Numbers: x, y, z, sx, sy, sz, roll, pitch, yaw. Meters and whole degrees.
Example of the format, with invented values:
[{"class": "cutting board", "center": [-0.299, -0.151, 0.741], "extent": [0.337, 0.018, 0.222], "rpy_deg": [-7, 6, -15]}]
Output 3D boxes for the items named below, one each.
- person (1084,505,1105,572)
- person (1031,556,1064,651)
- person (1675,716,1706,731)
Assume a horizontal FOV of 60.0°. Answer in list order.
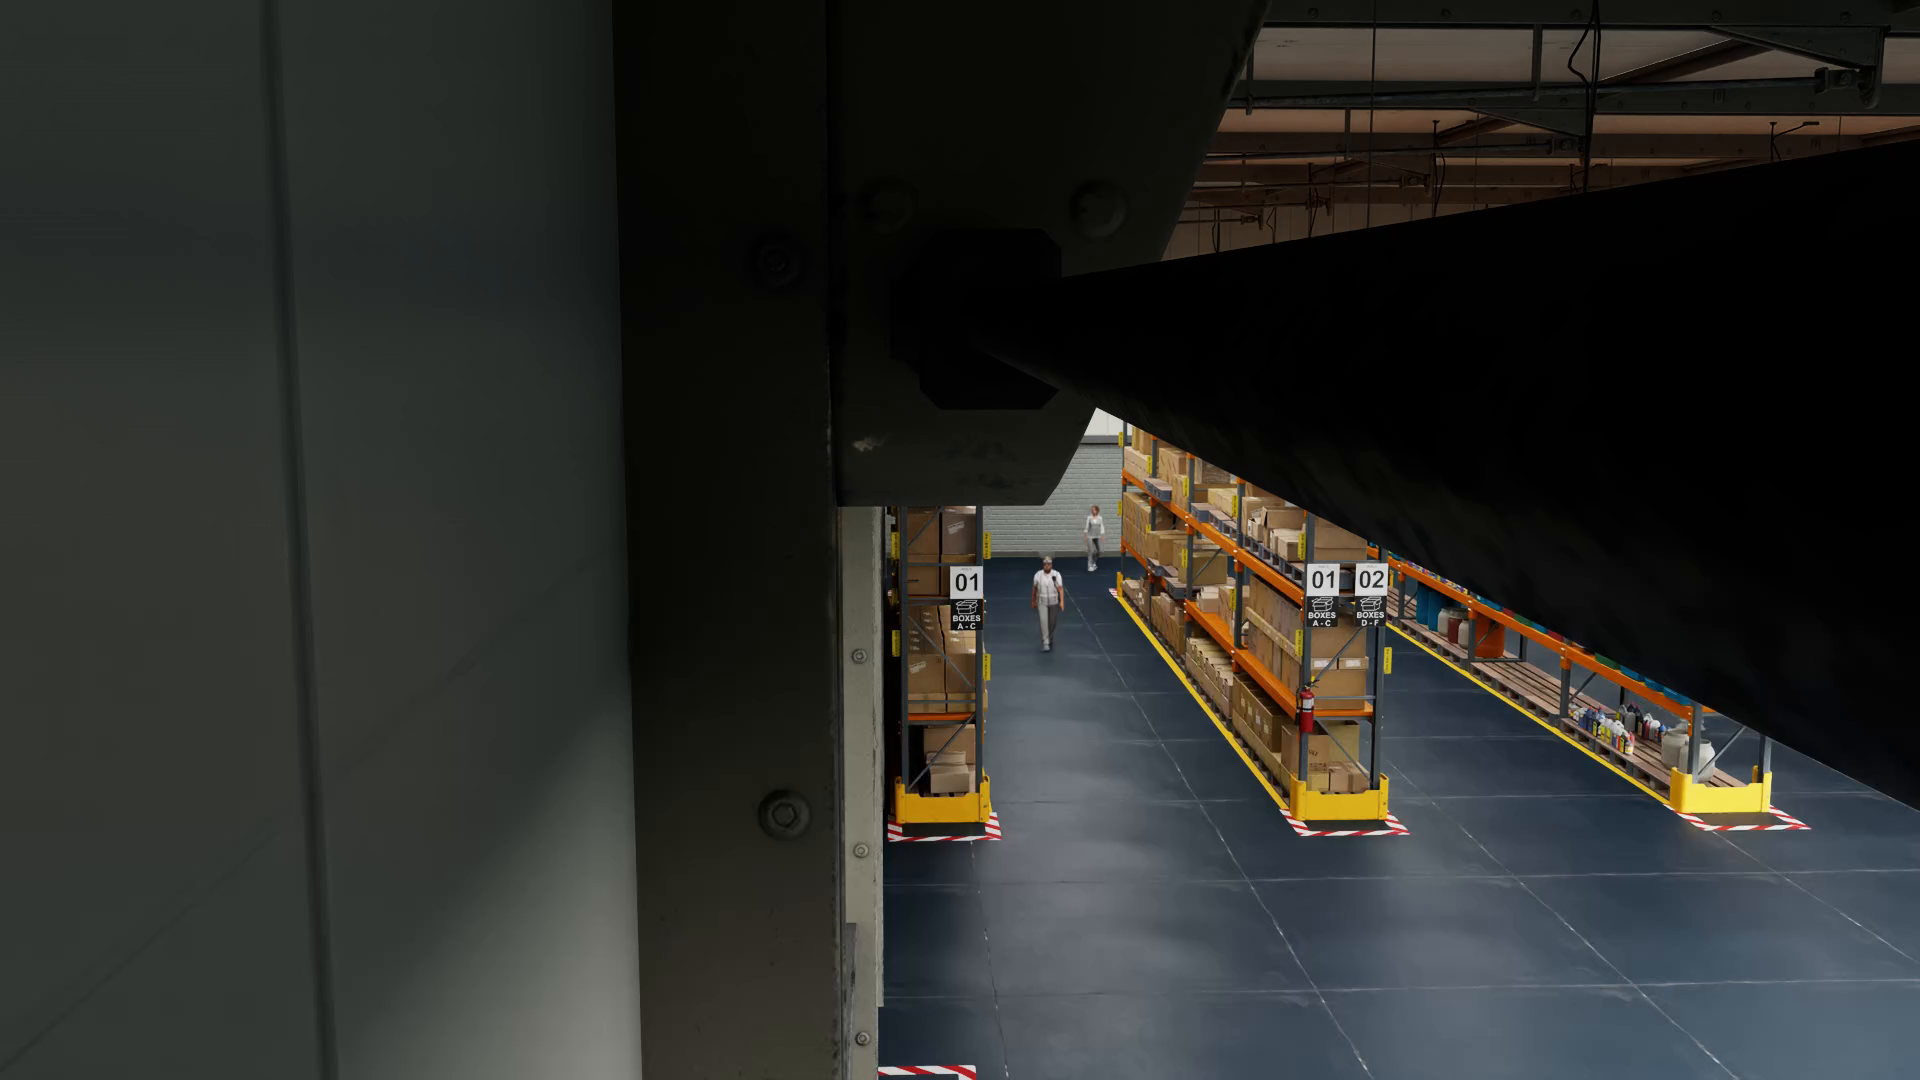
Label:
[{"class": "person", "center": [3.213, -0.047, 39.853], "extent": [0.448, 1.596, 0.476], "rpy_deg": [-4, 9, -24]}, {"class": "person", "center": [1.631, 1.147, 30.864], "extent": [0.578, 1.727, 1.072], "rpy_deg": [-1, 8, -6]}, {"class": "person", "center": [11.023, 1.977, 24.840], "extent": [0.578, 1.768, 0.434], "rpy_deg": [6, 10, 39]}]
